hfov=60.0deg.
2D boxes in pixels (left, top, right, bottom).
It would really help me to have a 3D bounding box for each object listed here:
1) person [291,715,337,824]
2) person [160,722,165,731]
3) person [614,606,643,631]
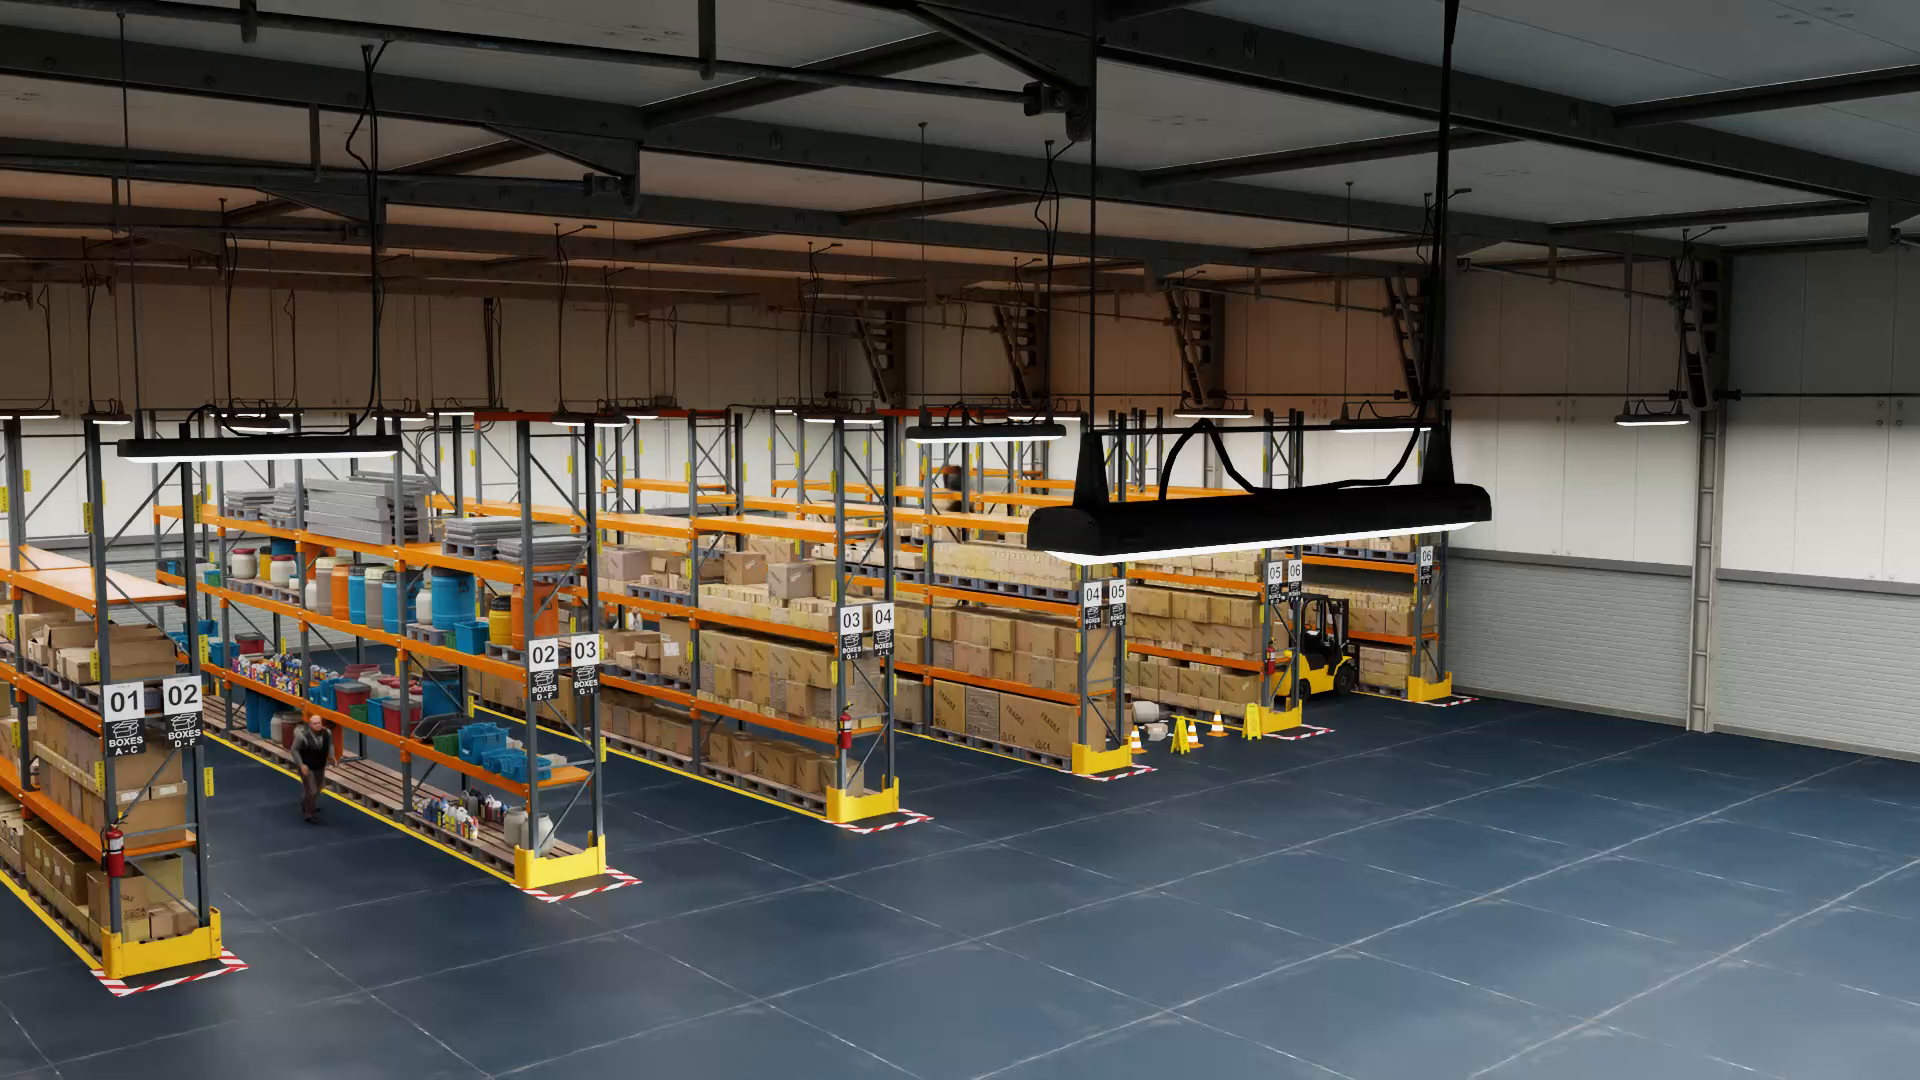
[{"bbox_3d":[-9.580,3.360,24.597,0.885,1.637,0.686,3,6,31],"label":"person"},{"bbox_3d":[-14.258,2.963,29.796,0.831,1.510,0.541,3,6,31],"label":"person"},{"bbox_3d":[-7.361,2.245,36.898,0.706,1.712,0.718,4,6,36],"label":"person"}]
